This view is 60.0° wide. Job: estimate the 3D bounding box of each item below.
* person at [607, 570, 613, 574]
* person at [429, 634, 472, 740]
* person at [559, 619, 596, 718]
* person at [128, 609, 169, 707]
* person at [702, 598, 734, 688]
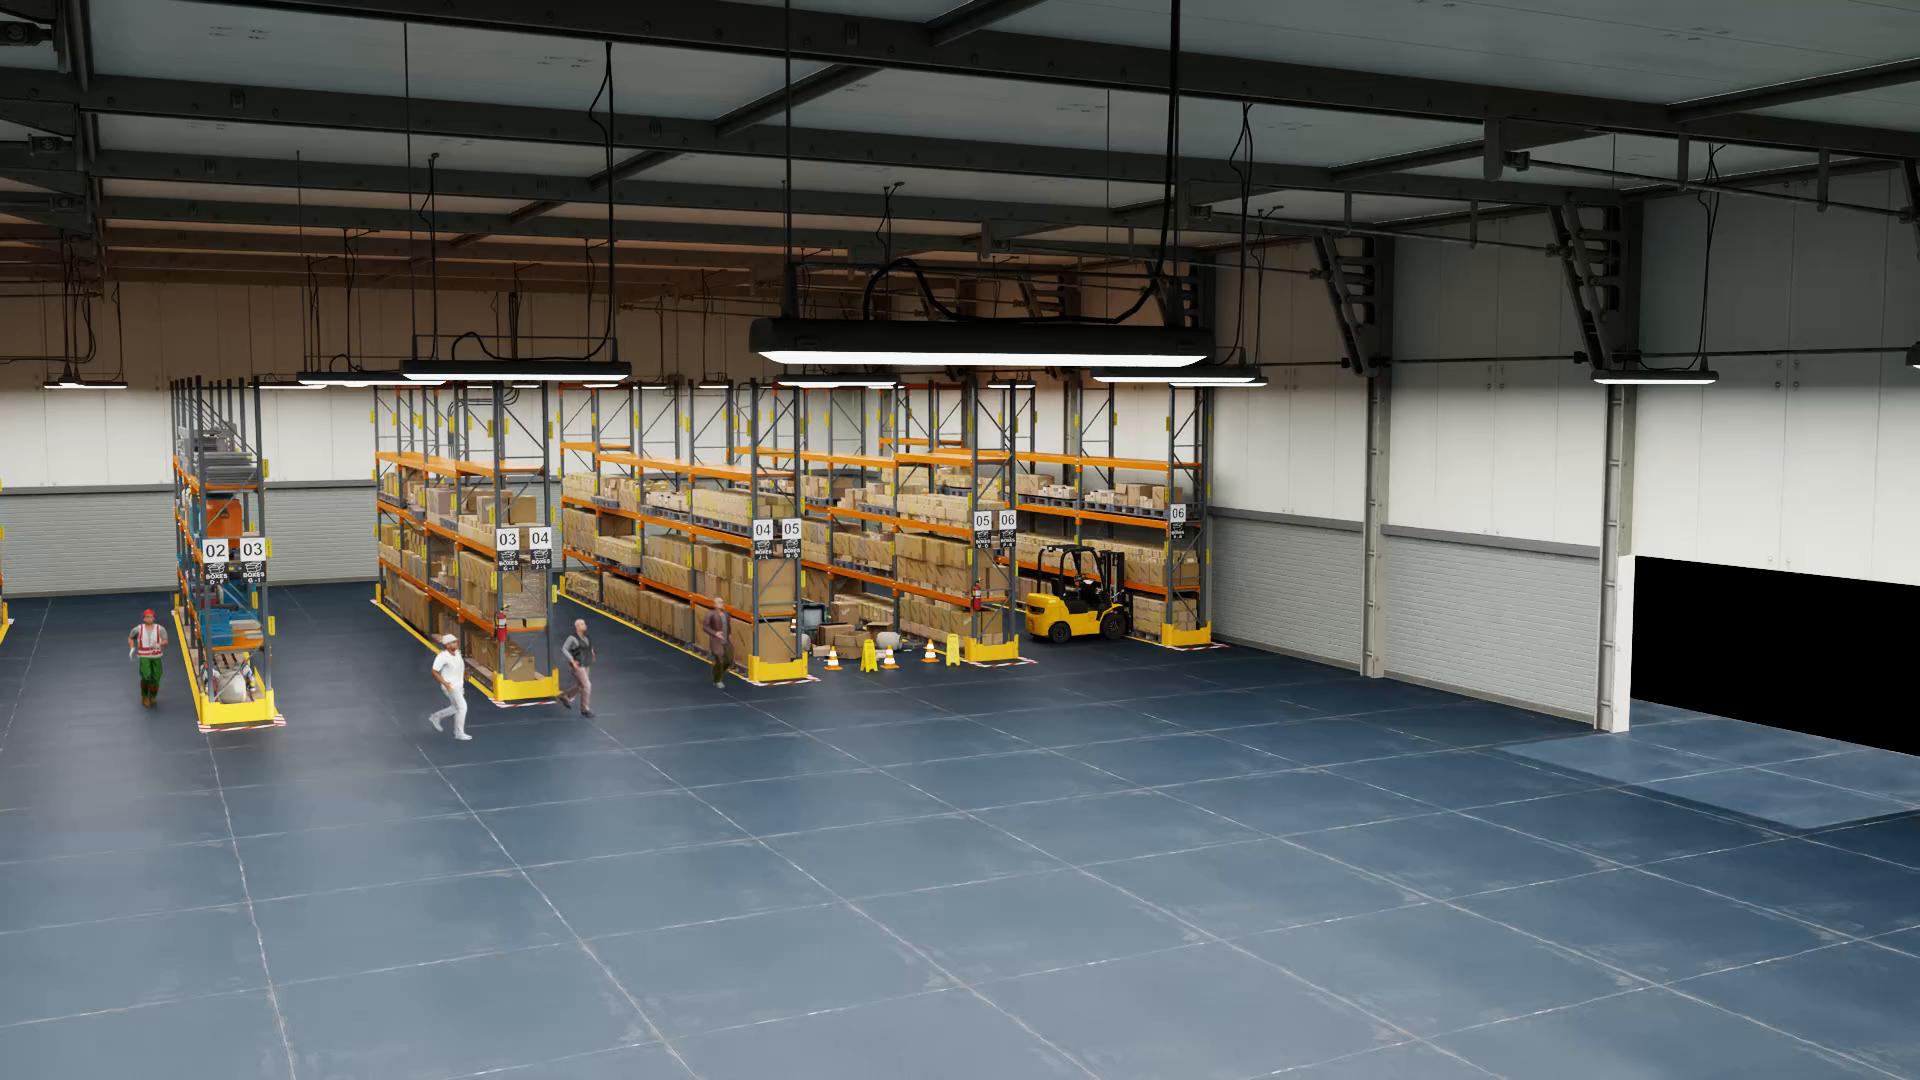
[{"bbox_3d":[-10.121,0.514,48.740,0.825,1.800,0.746,3,6,32],"label":"person"},{"bbox_3d":[-8.425,2.422,27.462,0.751,1.754,0.692,1,5,8],"label":"person"},{"bbox_3d":[-6.781,2.259,29.423,0.809,1.747,0.658,2,6,23],"label":"person"},{"bbox_3d":[-14.704,2.147,30.184,0.641,1.775,0.690,-3,6,-33],"label":"person"},{"bbox_3d":[-4.642,2.030,32.269,0.583,1.667,0.718,5,7,43],"label":"person"}]
